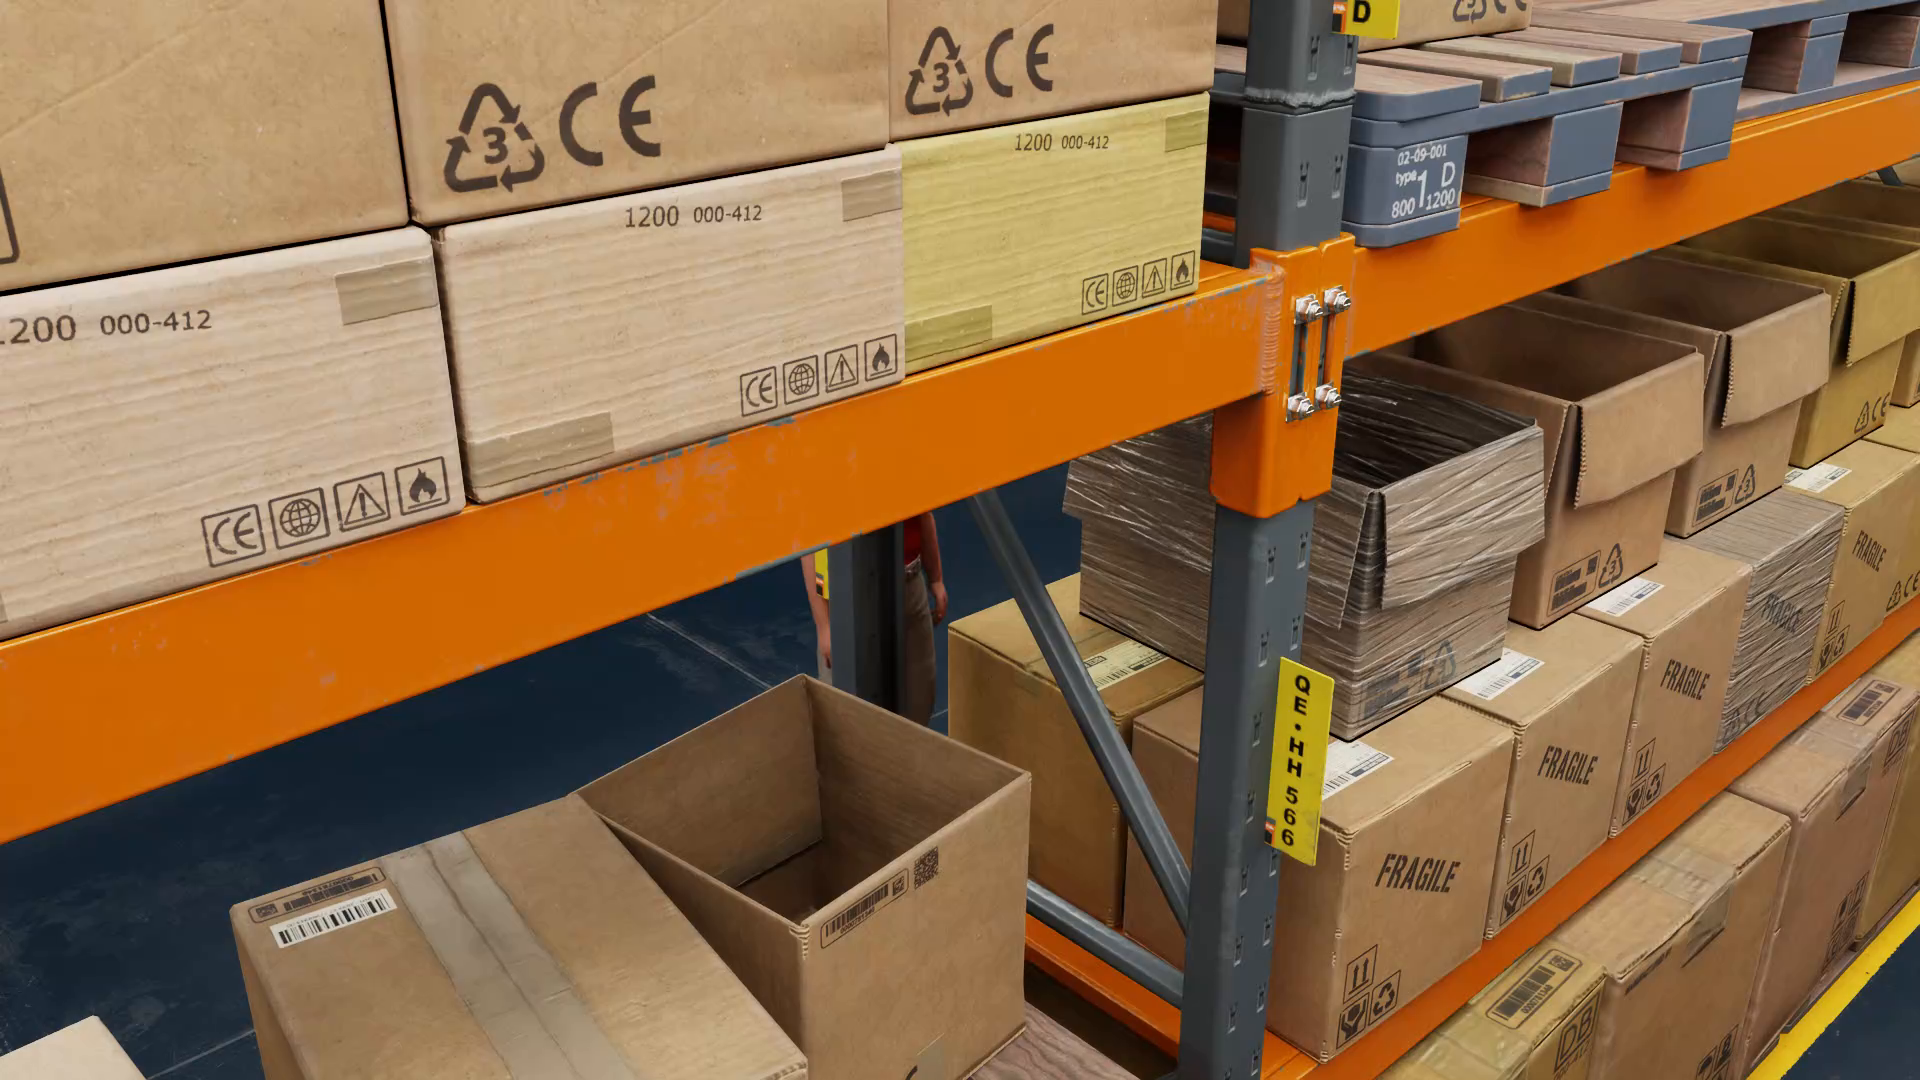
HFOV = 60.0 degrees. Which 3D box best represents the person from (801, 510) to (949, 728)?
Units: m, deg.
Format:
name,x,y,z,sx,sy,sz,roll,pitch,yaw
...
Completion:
name,x,y,z,sx,sy,sz,roll,pitch,yaw
person,-0.275,0.226,5.616,0.392,1.727,0.606,21,32,39
